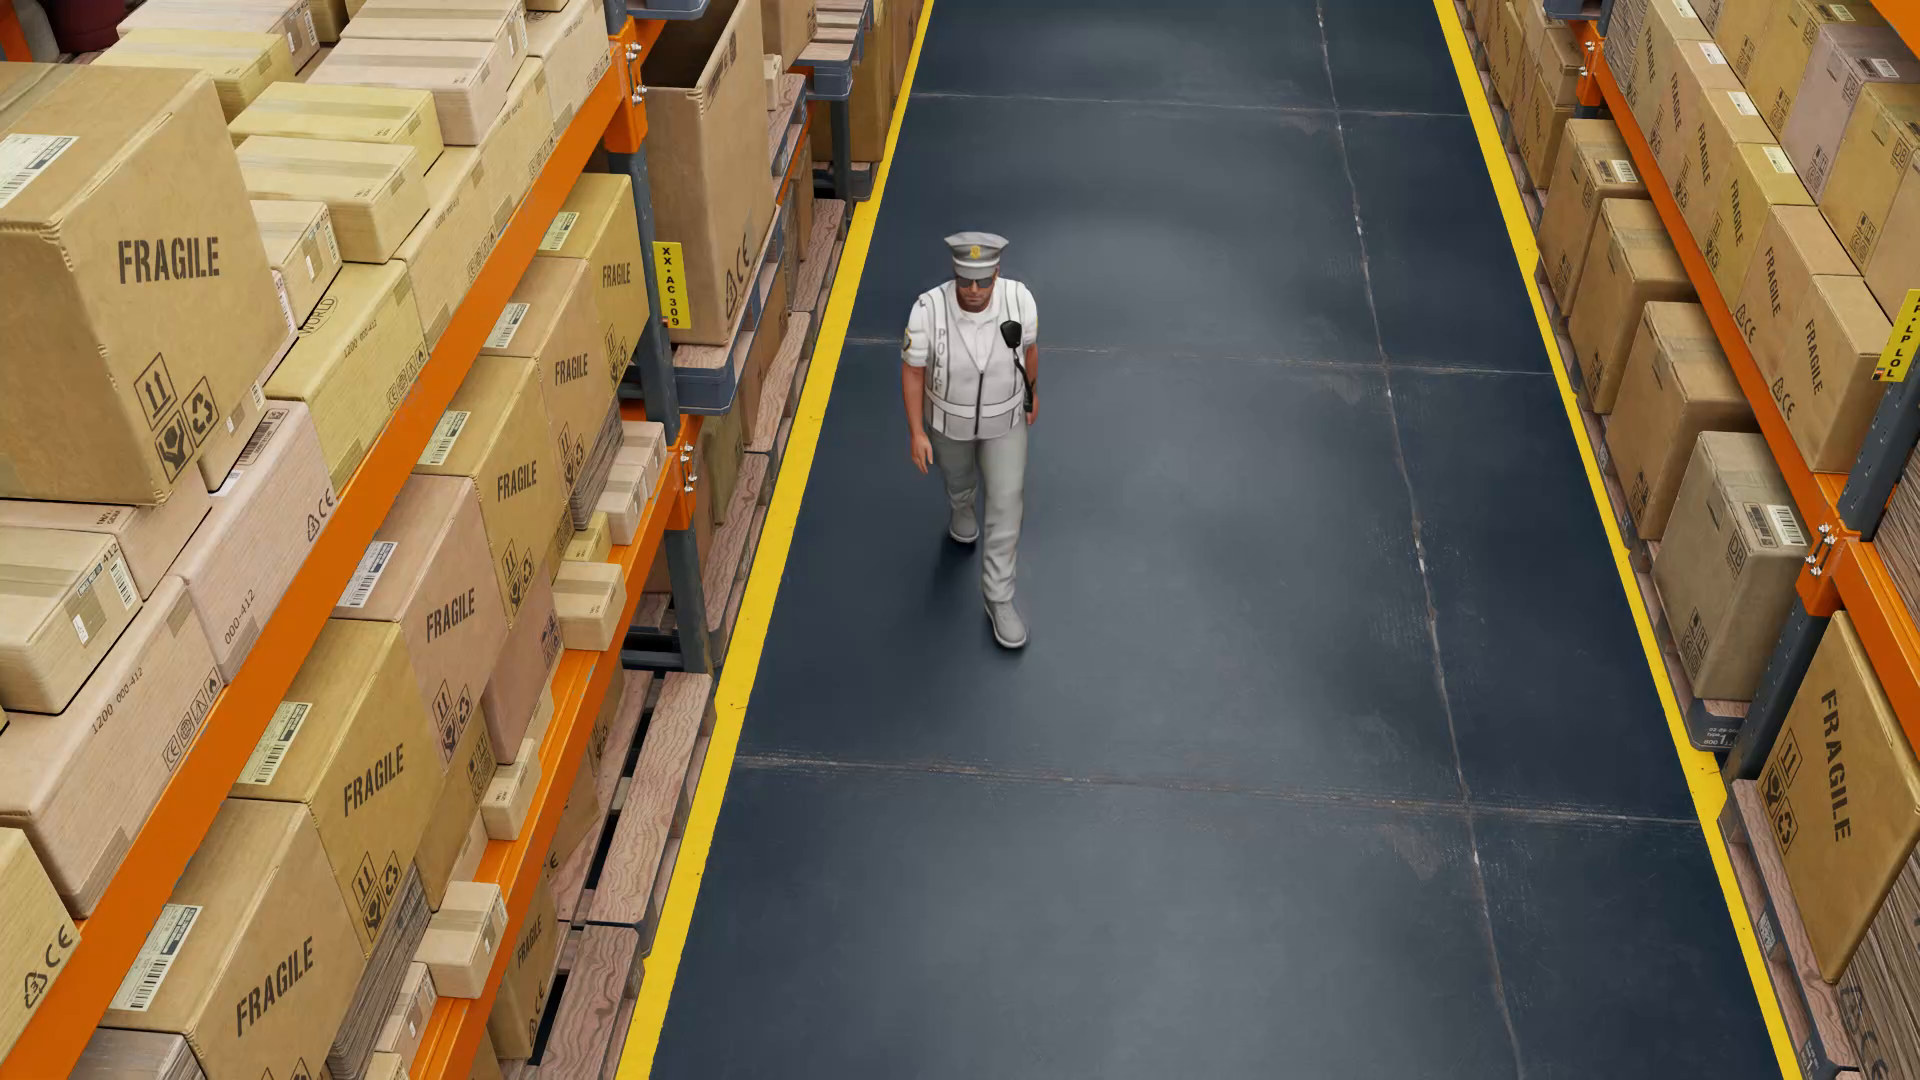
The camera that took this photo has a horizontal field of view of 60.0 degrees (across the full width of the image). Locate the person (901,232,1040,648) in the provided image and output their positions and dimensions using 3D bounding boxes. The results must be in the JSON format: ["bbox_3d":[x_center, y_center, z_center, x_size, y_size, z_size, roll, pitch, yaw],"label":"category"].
[{"bbox_3d":[0.051,-0.503,6.736,0.570,1.698,1.025,-1,40,-1],"label":"person"}]
